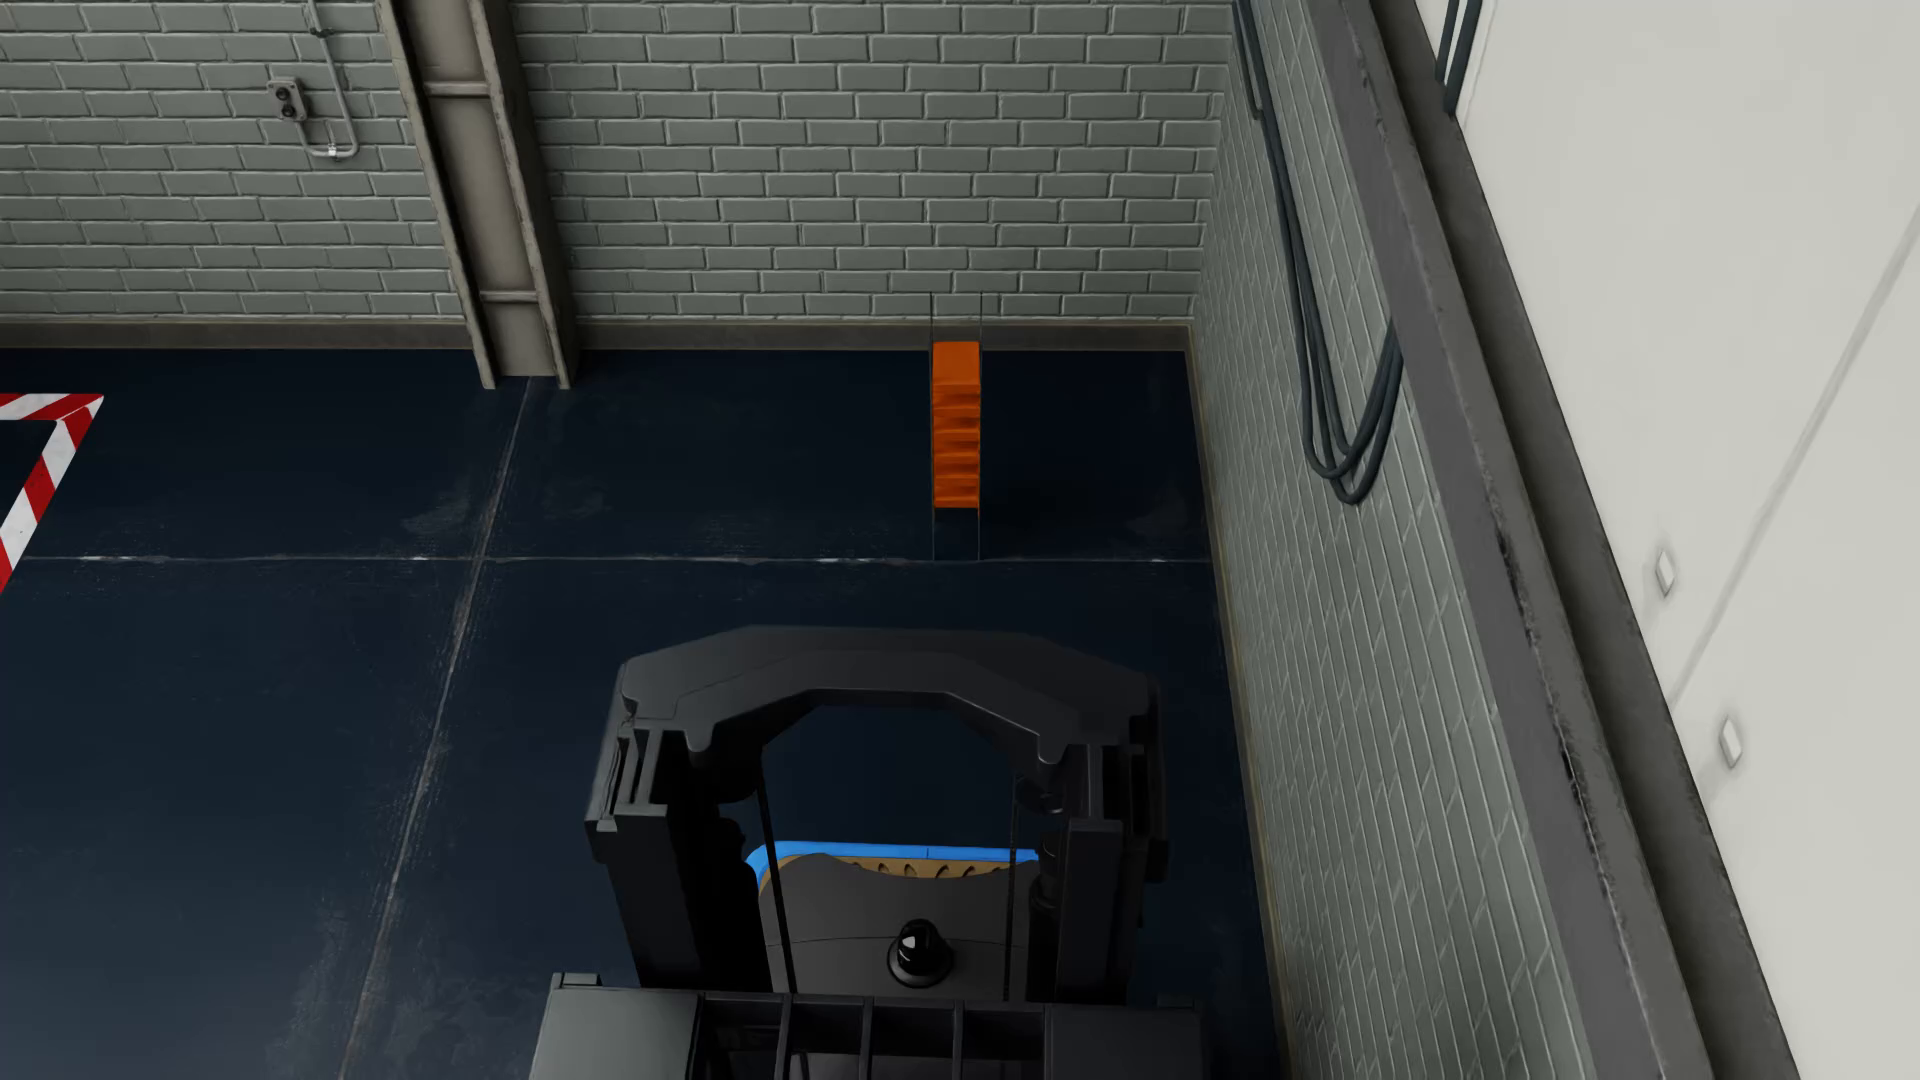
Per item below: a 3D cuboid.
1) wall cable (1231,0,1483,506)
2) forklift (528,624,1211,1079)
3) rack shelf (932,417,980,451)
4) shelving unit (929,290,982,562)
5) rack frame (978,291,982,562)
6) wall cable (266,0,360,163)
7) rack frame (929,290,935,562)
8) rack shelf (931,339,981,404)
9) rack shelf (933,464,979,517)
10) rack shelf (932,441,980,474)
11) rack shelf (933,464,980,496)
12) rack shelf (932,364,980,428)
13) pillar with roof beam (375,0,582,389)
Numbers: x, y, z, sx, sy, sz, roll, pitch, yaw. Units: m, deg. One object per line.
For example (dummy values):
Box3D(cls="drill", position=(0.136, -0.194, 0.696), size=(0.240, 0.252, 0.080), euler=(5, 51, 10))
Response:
Box3D(cls="wall cable", position=(1.011, -1.896, 4.569), size=(0.112, 2.526, 3.097), euler=(0, 47, 0))
Box3D(cls="forklift", position=(-0.149, 1.657, 3.286), size=(1.130, 2.935, 3.031), euler=(2, 47, 2))
Box3D(cls="rack shelf", position=(-0.014, -0.460, 6.336), size=(0.180, 0.103, 0.258), euler=(0, 47, 0))
Box3D(cls="shelving unit", position=(-0.014, -0.409, 6.392), size=(0.189, 1.200, 0.258), euler=(0, 47, 0))
Box3D(cls="rack frame", position=(0.077, -0.409, 6.391), size=(0.006, 1.200, 0.240), euler=(0, 47, 0))
Box3D(cls="wall cable", position=(-3.360, -2.222, 6.156), size=(1.851, 1.984, 0.084), euler=(0, 47, 0))
Box3D(cls="rack frame", position=(-0.106, -0.409, 6.392), size=(0.006, 1.200, 0.240), euler=(0, 47, 0))
Box3D(cls="rack shelf", position=(-0.014, -0.624, 6.161), size=(0.180, 0.103, 0.258), euler=(0, 47, 0))
Box3D(cls="rack shelf", position=(-0.014, -0.215, 6.600), size=(0.180, 0.103, 0.258), euler=(0, 47, 0))
Box3D(cls="rack shelf", position=(-0.014, -0.379, 6.424), size=(0.180, 0.103, 0.258), euler=(0, 47, 0))
Box3D(cls="rack shelf", position=(-0.014, -0.297, 6.512), size=(0.180, 0.103, 0.258), euler=(0, 47, 0))
Box3D(cls="rack shelf", position=(-0.014, -0.542, 6.248), size=(0.180, 0.103, 0.258), euler=(0, 47, 0))
Box3D(cls="pillar with roof beam", position=(-1.957, -0.706, 1.340), size=(0.400, 9.000, 9.100), euler=(0, 47, 0))
